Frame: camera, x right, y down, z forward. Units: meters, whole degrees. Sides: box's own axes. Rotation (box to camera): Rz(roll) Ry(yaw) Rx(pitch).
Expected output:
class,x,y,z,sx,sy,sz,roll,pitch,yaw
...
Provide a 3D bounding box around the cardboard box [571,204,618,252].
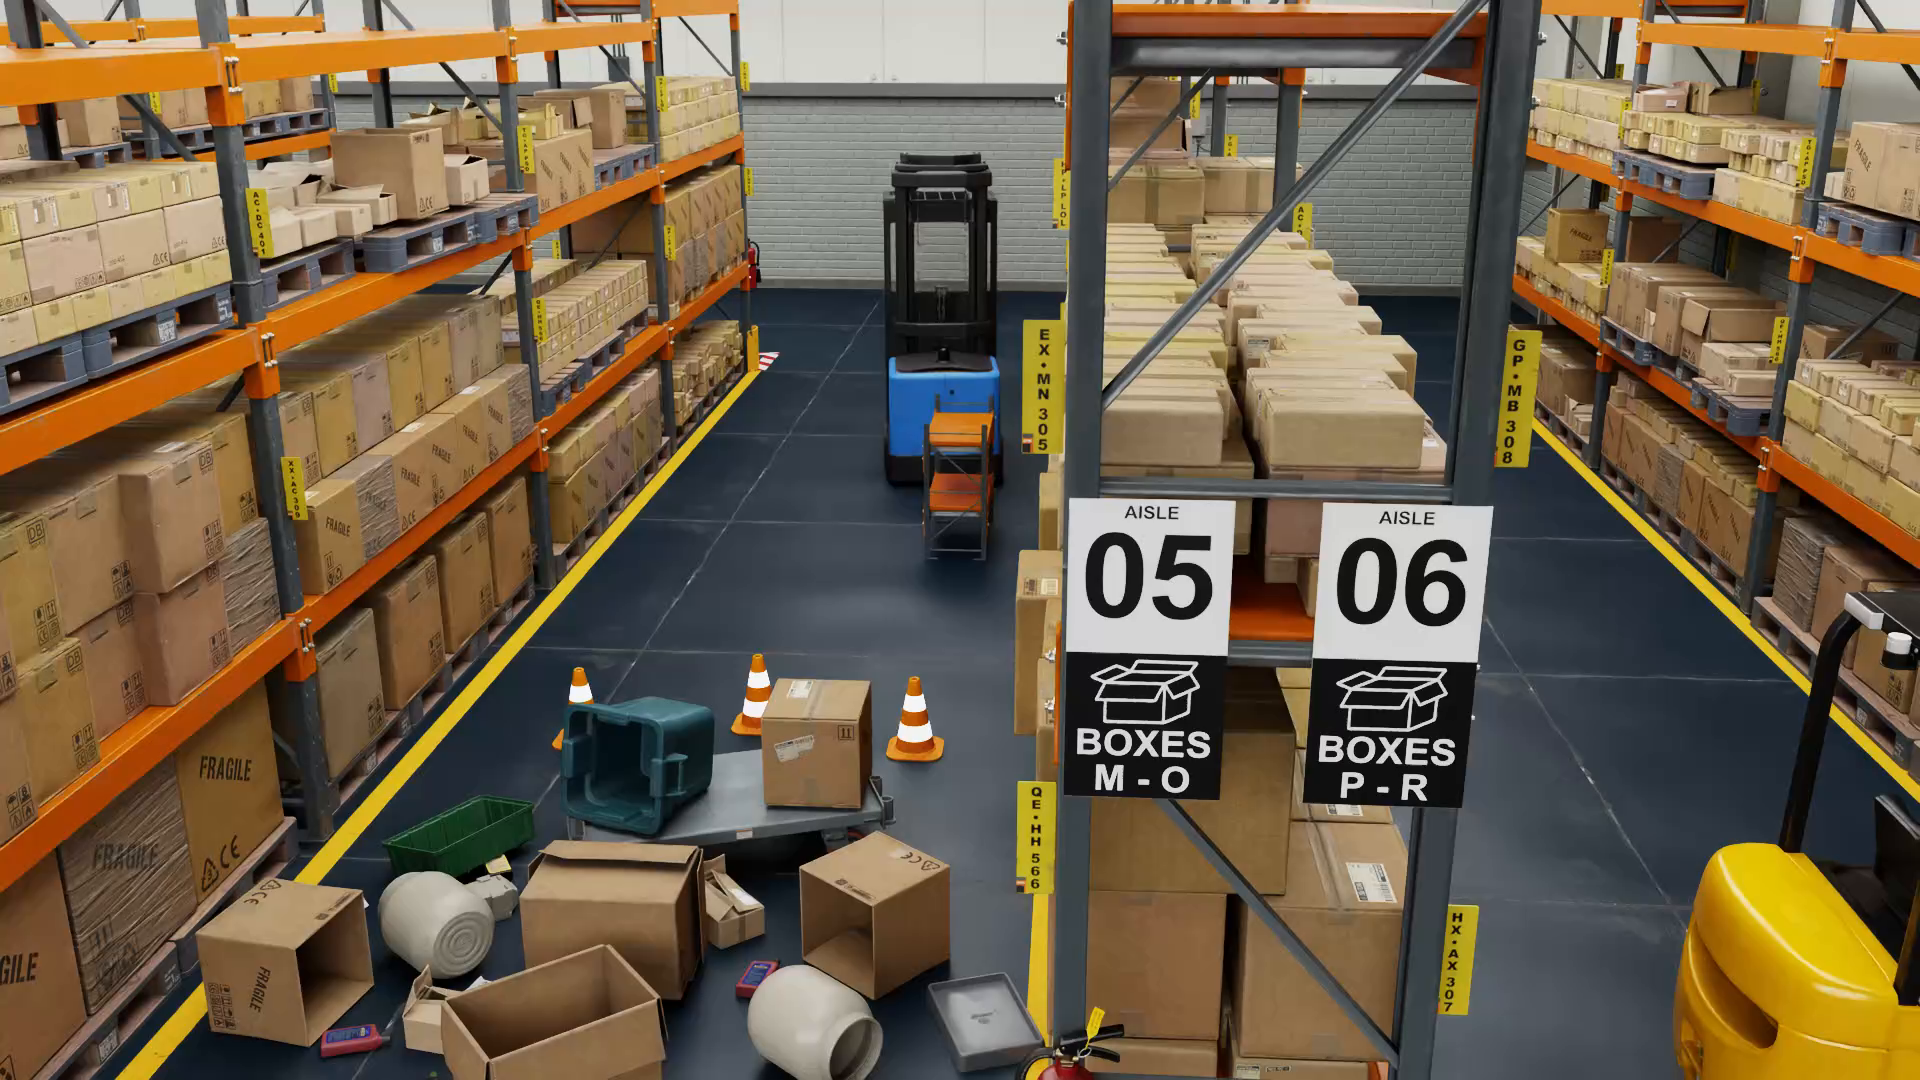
class,x,y,z,sx,sy,sz,roll,pitch,yaw
cardboard box,-3.569,-3.122,16.389,0.500,0.500,0.500,1,18,2

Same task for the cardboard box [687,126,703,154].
class,x,y,z,sx,sy,sz,roll,pitch,yaw
cardboard box,-2.953,-4.115,17.087,0.500,0.250,0.500,2,18,6

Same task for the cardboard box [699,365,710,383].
class,x,y,z,sx,sy,sz,roll,pitch,yaw
cardboard box,-2.931,-1.800,18.025,0.380,0.149,0.250,1,18,3

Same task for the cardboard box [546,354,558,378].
class,x,y,z,sx,sy,sz,roll,pitch,yaw
cardboard box,-3.367,-1.361,12.989,0.380,0.149,0.250,2,18,7

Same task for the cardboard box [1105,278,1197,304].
class,x,y,z,sx,sy,sz,roll,pitch,yaw
cardboard box,0.661,-0.852,6.011,0.380,0.149,0.250,2,18,5

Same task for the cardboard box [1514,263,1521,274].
class,x,y,z,sx,sy,sz,roll,pitch,yaw
cardboard box,6.552,-3.144,19.104,0.380,0.149,0.250,1,18,3

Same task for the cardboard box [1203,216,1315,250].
class,x,y,z,sx,sy,sz,roll,pitch,yaw
cardboard box,1.480,-1.468,8.336,0.500,0.250,0.500,1,18,2

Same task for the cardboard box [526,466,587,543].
class,x,y,z,sx,sy,sz,roll,pitch,yaw
cardboard box,-3.314,-0.289,13.328,0.500,0.500,0.500,1,18,2

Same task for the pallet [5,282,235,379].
class,x,y,z,sx,sy,sz,roll,pitch,yaw
pallet,-3.975,-0.950,7.332,1.003,0.211,1.213,1,18,4

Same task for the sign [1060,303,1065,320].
class,x,y,z,sx,sy,sz,roll,pitch,yaw
sign,0.771,-1.546,11.964,0.100,0.325,0.005,1,18,4

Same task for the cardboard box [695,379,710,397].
class,x,y,z,sx,sy,sz,roll,pitch,yaw
cardboard box,-2.934,-1.660,18.077,0.380,0.149,0.250,1,18,2

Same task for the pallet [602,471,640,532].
class,x,y,z,sx,sy,sz,roll,pitch,yaw
pallet,-3.472,-0.359,14.679,1.003,0.211,1.213,1,18,4

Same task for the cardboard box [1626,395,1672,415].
class,x,y,z,sx,sy,sz,roll,pitch,yaw
cardboard box,6.329,-1.244,15.200,0.380,0.149,0.250,1,18,2

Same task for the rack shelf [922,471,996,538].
class,x,y,z,sx,sy,sz,roll,pitch,yaw
rack shelf,0.000,-0.304,13.830,0.538,0.278,1.000,1,18,4

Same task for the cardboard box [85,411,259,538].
class,x,y,z,sx,sy,sz,roll,pitch,yaw
cardboard box,-3.967,-0.292,8.021,0.875,0.550,0.550,1,18,4

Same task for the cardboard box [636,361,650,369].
class,x,y,z,sx,sy,sz,roll,pitch,yaw
cardboard box,-3.481,-1.786,17.505,0.380,0.149,0.250,2,18,6

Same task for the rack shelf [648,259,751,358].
class,x,y,z,sx,sy,sz,roll,pitch,yaw
rack shelf,-3.189,-2.585,18.150,1.077,0.370,4.000,1,18,4

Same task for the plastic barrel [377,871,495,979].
class,x,y,z,sx,sy,sz,roll,pitch,yaw
plastic barrel,-2.458,1.790,7.781,0.512,0.421,0.421,17,25,41

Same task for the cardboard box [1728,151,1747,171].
class,x,y,z,sx,sy,sz,roll,pitch,yaw
cardboard box,6.180,-2.933,12.840,0.380,0.149,0.250,2,18,6

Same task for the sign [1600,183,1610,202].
class,x,y,z,sx,sy,sz,roll,pitch,yaw
sign,7.402,-4.041,19.072,0.100,0.325,0.005,1,18,4

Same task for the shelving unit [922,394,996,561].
class,x,y,z,sx,sy,sz,roll,pitch,yaw
shelving unit,0.000,-0.537,13.754,0.538,1.125,1.048,1,18,4

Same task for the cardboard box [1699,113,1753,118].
class,x,y,z,sx,sy,sz,roll,pitch,yaw
cardboard box,6.662,-3.635,14.474,0.380,0.149,0.250,1,18,4

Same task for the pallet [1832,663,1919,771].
class,x,y,z,sx,sy,sz,roll,pitch,yaw
pallet,6.088,1.083,10.278,1.003,0.211,1.213,1,18,4

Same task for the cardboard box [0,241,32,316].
class,x,y,z,sx,sy,sz,roll,pitch,yaw
cardboard box,-3.795,-0.936,6.072,0.500,0.250,0.500,1,18,4

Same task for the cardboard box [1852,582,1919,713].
class,x,y,z,sx,sy,sz,roll,pitch,yaw
cardboard box,6.131,0.660,10.231,0.875,0.625,0.625,1,18,2

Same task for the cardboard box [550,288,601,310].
class,x,y,z,sx,sy,sz,roll,pitch,yaw
cardboard box,-3.279,-2.051,14.139,0.380,0.149,0.250,1,18,3

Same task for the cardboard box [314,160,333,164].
class,x,y,z,sx,sy,sz,roll,pitch,yaw
cardboard box,-3.927,-2.289,10.681,0.500,0.250,0.500,2,18,5

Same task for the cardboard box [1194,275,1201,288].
class,x,y,z,sx,sy,sz,roll,pitch,yaw
cardboard box,1.240,-0.937,6.913,0.500,0.250,0.500,1,18,3

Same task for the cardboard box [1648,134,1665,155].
class,x,y,z,sx,sy,sz,roll,pitch,yaw
cardboard box,6.068,-3.349,14.078,0.380,0.149,0.250,2,18,5

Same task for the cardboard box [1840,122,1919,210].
class,x,y,z,sx,sy,sz,roll,pitch,yaw
cardboard box,5.981,-2.375,10.541,0.500,0.500,0.500,1,18,4

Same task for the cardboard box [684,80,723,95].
class,x,y,z,sx,sy,sz,roll,pitch,yaw
cardboard box,-2.821,-4.981,18.287,0.380,0.149,0.250,2,18,5

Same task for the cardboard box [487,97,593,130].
class,x,y,z,sx,sy,sz,roll,pitch,yaw
cardboard box,-3.574,-3.503,14.139,0.797,0.503,0.637,1,18,3

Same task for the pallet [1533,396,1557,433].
class,x,y,z,sx,sy,sz,roll,pitch,yaw
pallet,6.698,-1.385,17.811,1.003,0.211,1.213,1,18,4

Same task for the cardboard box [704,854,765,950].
class,x,y,z,sx,sy,sz,roll,pitch,yaw
cardboard box,-1.161,1.762,8.118,0.258,0.266,0.396,-13,22,-34

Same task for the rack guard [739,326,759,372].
class,x,y,z,sx,sy,sz,roll,pitch,yaw
rack guard,-3.051,-2.337,20.251,1.175,0.500,0.348,1,18,4

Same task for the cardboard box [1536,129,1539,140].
class,x,y,z,sx,sy,sz,roll,pitch,yaw
cardboard box,6.602,-4.490,18.393,0.380,0.149,0.250,2,18,5

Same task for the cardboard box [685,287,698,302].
class,x,y,z,sx,sy,sz,roll,pitch,yaw
cardboard box,-2.966,-2.594,17.426,0.380,0.149,0.250,2,18,5

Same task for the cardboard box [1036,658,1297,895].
class,x,y,z,sx,sy,sz,roll,pitch,yaw
cardboard box,0.570,0.673,4.808,0.700,0.500,0.500,1,18,3

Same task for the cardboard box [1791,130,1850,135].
class,x,y,z,sx,sy,sz,roll,pitch,yaw
cardboard box,6.609,-3.063,12.758,0.380,0.149,0.250,1,18,4

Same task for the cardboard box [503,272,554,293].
class,x,y,z,sx,sy,sz,roll,pitch,yaw
cardboard box,-3.875,-2.313,14.938,0.380,0.149,0.250,1,18,3

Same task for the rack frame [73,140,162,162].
class,x,y,z,sx,sy,sz,roll,pitch,yaw
rack frame,-8.273,-2.448,16.576,1.000,3.000,0.127,1,18,4

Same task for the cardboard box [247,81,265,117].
class,x,y,z,sx,sy,sz,roll,pitch,yaw
cardboard box,-8.119,-4.914,18.289,0.700,0.500,0.500,0,18,0

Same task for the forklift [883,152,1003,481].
class,x,y,z,sx,sy,sz,roll,pitch,yaw
forklift,-0.199,-2.343,16.366,1.130,2.935,3.031,-1,18,-2

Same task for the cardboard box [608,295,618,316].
class,x,y,z,sx,sy,sz,roll,pitch,yaw
cardboard box,-3.238,-2.075,14.689,0.380,0.149,0.250,0,18,1

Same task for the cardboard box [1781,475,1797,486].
class,x,y,z,sx,sy,sz,roll,pitch,yaw
cardboard box,6.608,-0.511,12.962,0.380,0.149,0.250,2,18,5

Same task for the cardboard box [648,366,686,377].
class,x,y,z,sx,sy,sz,roll,pitch,yaw
cardboard box,-3.054,-1.699,17.241,0.380,0.149,0.250,1,18,3

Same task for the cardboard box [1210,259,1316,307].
class,x,y,z,sx,sy,sz,roll,pitch,yaw
cardboard box,1.174,-1.000,6.462,0.380,0.149,0.250,1,18,3

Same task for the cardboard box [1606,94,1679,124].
class,x,y,z,sx,sy,sz,roll,pitch,yaw
cardboard box,6.359,-4.012,15.493,0.500,0.250,0.500,1,18,4

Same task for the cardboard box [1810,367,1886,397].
class,x,y,z,sx,sy,sz,roll,pitch,yaw
cardboard box,5.942,-1.055,11.123,0.380,0.149,0.250,2,18,5

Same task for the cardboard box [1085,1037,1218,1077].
class,x,y,z,sx,sy,sz,roll,pitch,yaw
cardboard box,0.565,1.499,4.935,0.380,0.149,0.250,2,18,6

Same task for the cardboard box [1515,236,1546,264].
class,x,y,z,sx,sy,sz,roll,pitch,yaw
cardboard box,6.548,-3.294,18.923,0.500,0.250,0.500,1,18,4

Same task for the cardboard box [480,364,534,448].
class,x,y,z,sx,sy,sz,roll,pitch,yaw
cardboard box,-3.384,-0.965,11.890,0.500,0.500,0.500,1,18,4

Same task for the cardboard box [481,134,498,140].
class,x,y,z,sx,sy,sz,roll,pitch,yaw
cardboard box,-3.809,-2.875,12.902,0.500,0.500,0.500,1,18,4

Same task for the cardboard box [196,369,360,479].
class,x,y,z,sx,sy,sz,roll,pitch,yaw
cardboard box,-3.842,-0.658,9.347,0.700,0.500,0.500,1,18,3

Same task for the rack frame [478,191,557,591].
class,x,y,z,sx,sy,sz,roll,pitch,yaw
rack frame,-3.620,-1.063,12.351,1.000,3.000,0.127,1,18,4

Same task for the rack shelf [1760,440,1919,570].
class,x,y,z,sx,sy,sz,roll,pitch,yaw
rack shelf,6.133,0.088,9.991,1.077,0.370,4.000,1,18,4

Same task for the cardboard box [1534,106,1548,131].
class,x,y,z,sx,sy,sz,roll,pitch,yaw
cardboard box,6.529,-4.565,17.983,0.500,0.250,0.500,2,18,5

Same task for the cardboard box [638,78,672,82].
class,x,y,z,sx,sy,sz,roll,pitch,yaw
cardboard box,-3.425,-5.072,18.566,0.380,0.149,0.250,1,18,4

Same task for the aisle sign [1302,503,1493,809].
class,x,y,z,sx,sy,sz,roll,pitch,yaw
aisle sign,1.056,0.291,4.042,0.394,0.787,0.004,1,18,4
